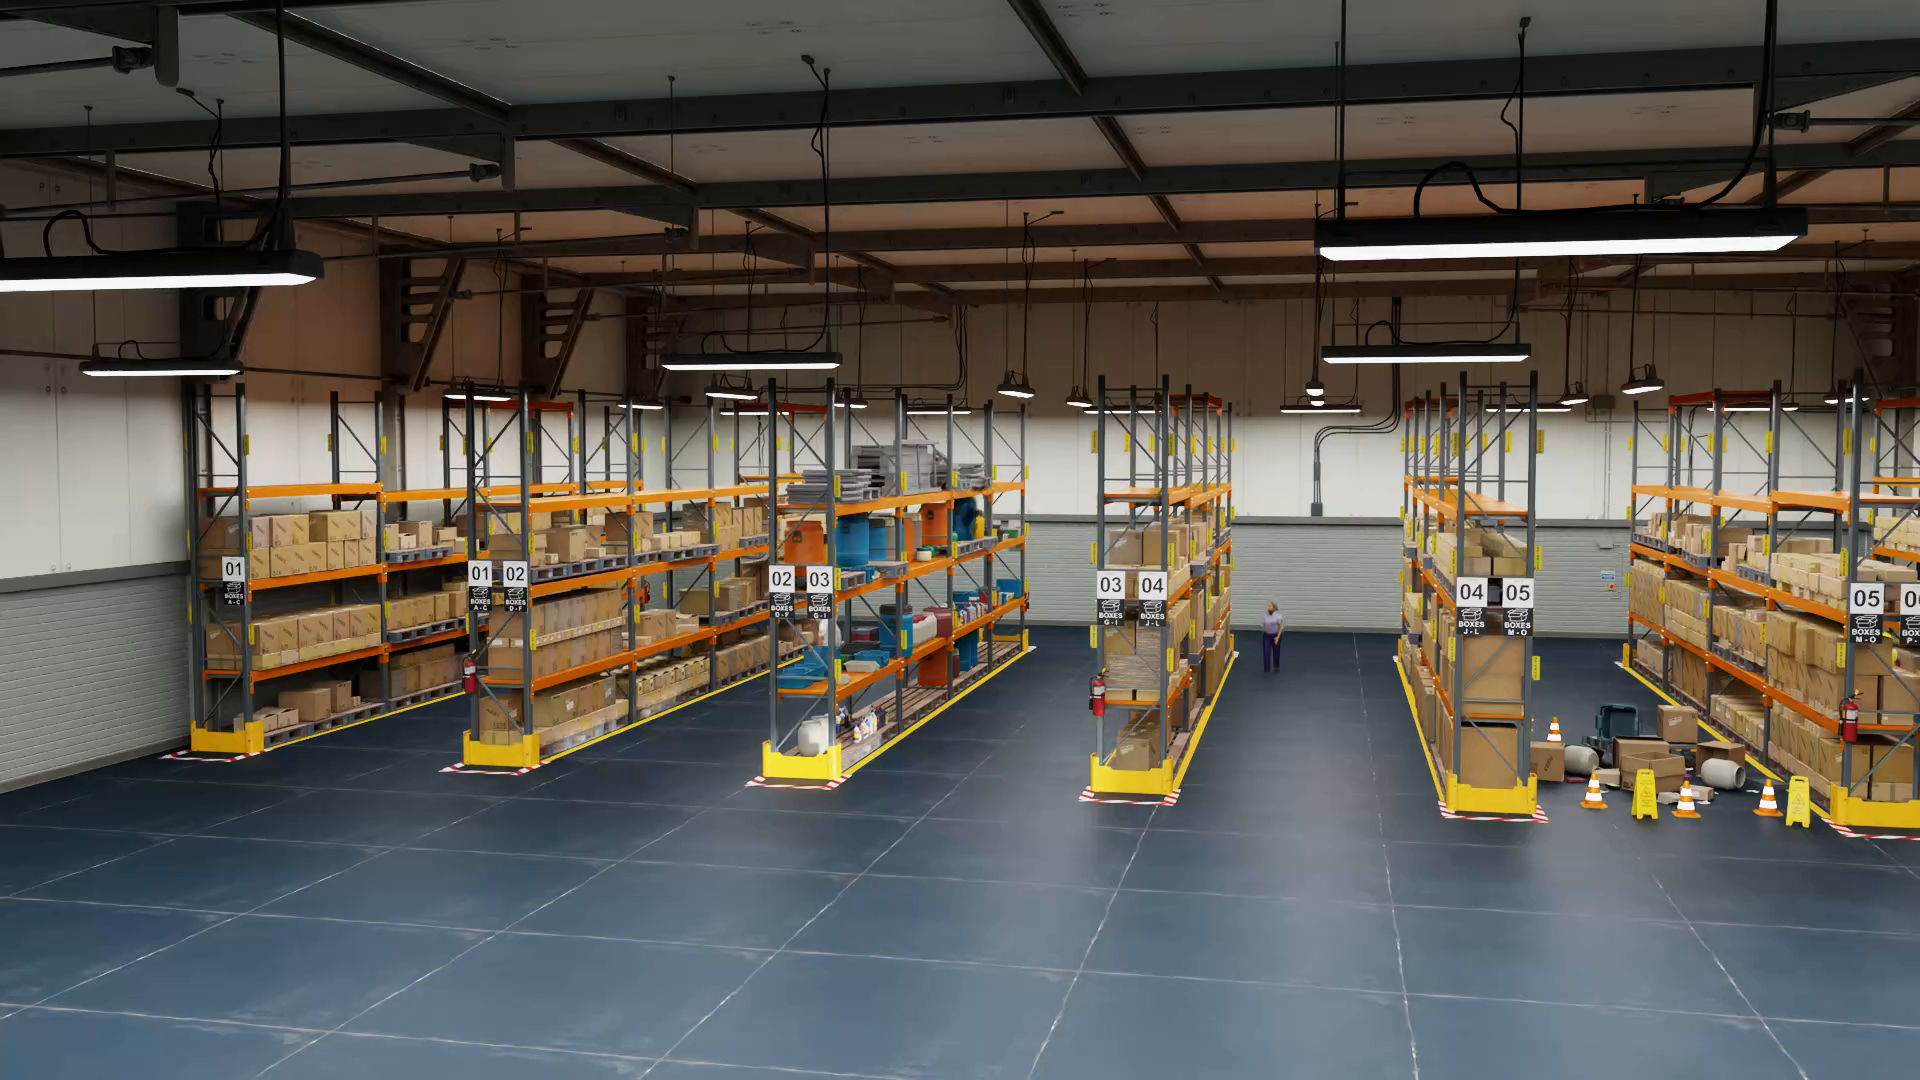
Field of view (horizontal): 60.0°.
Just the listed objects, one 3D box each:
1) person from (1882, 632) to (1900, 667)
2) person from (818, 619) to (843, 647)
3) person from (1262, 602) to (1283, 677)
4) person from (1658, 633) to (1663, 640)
[{"bbox_3d":[15.878,2.477,28.701,0.650,1.797,0.693,0,3,6],"label":"person"},{"bbox_3d":[-2.598,2.212,33.352,0.402,1.765,0.653,2,4,31],"label":"person"},{"bbox_3d":[6.774,2.140,36.050,0.446,1.595,0.974,1,3,11],"label":"person"},{"bbox_3d":[17.214,1.754,40.941,0.455,1.799,0.523,-1,3,-13],"label":"person"}]
